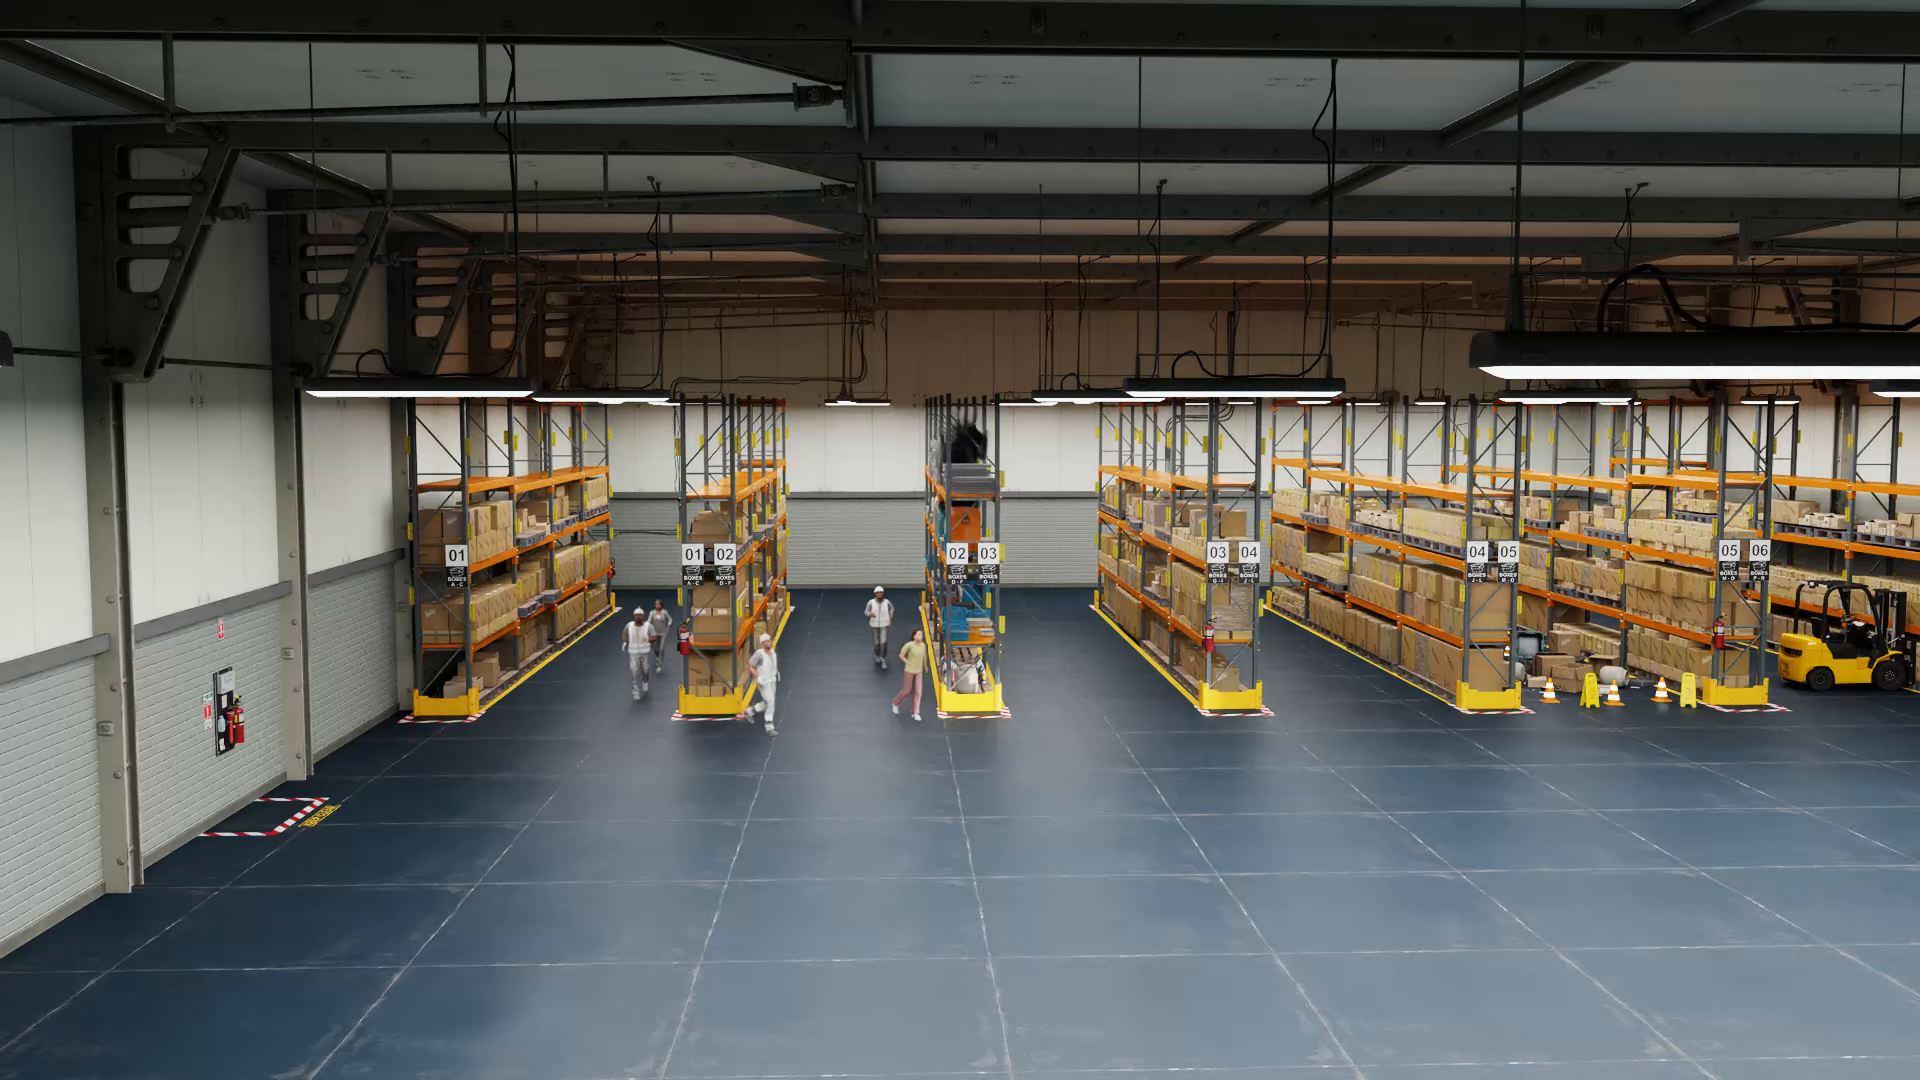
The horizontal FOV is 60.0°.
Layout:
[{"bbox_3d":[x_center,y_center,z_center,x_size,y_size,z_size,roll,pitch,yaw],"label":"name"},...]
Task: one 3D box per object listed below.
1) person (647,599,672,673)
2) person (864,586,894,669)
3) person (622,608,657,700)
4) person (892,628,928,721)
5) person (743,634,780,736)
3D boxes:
[{"bbox_3d":[-6.561,2.079,36.289,0.547,1.584,0.759,0,5,-6],"label":"person"},{"bbox_3d":[-1.800,1.937,36.898,0.643,1.836,0.777,0,5,0],"label":"person"},{"bbox_3d":[-6.322,2.225,32.787,0.691,1.762,0.994,-1,5,-8],"label":"person"},{"bbox_3d":[-0.831,2.462,30.871,0.628,1.662,0.805,-3,5,-32],"label":"person"},{"bbox_3d":[-3.483,2.526,29.303,0.790,1.785,0.665,3,5,32],"label":"person"}]
